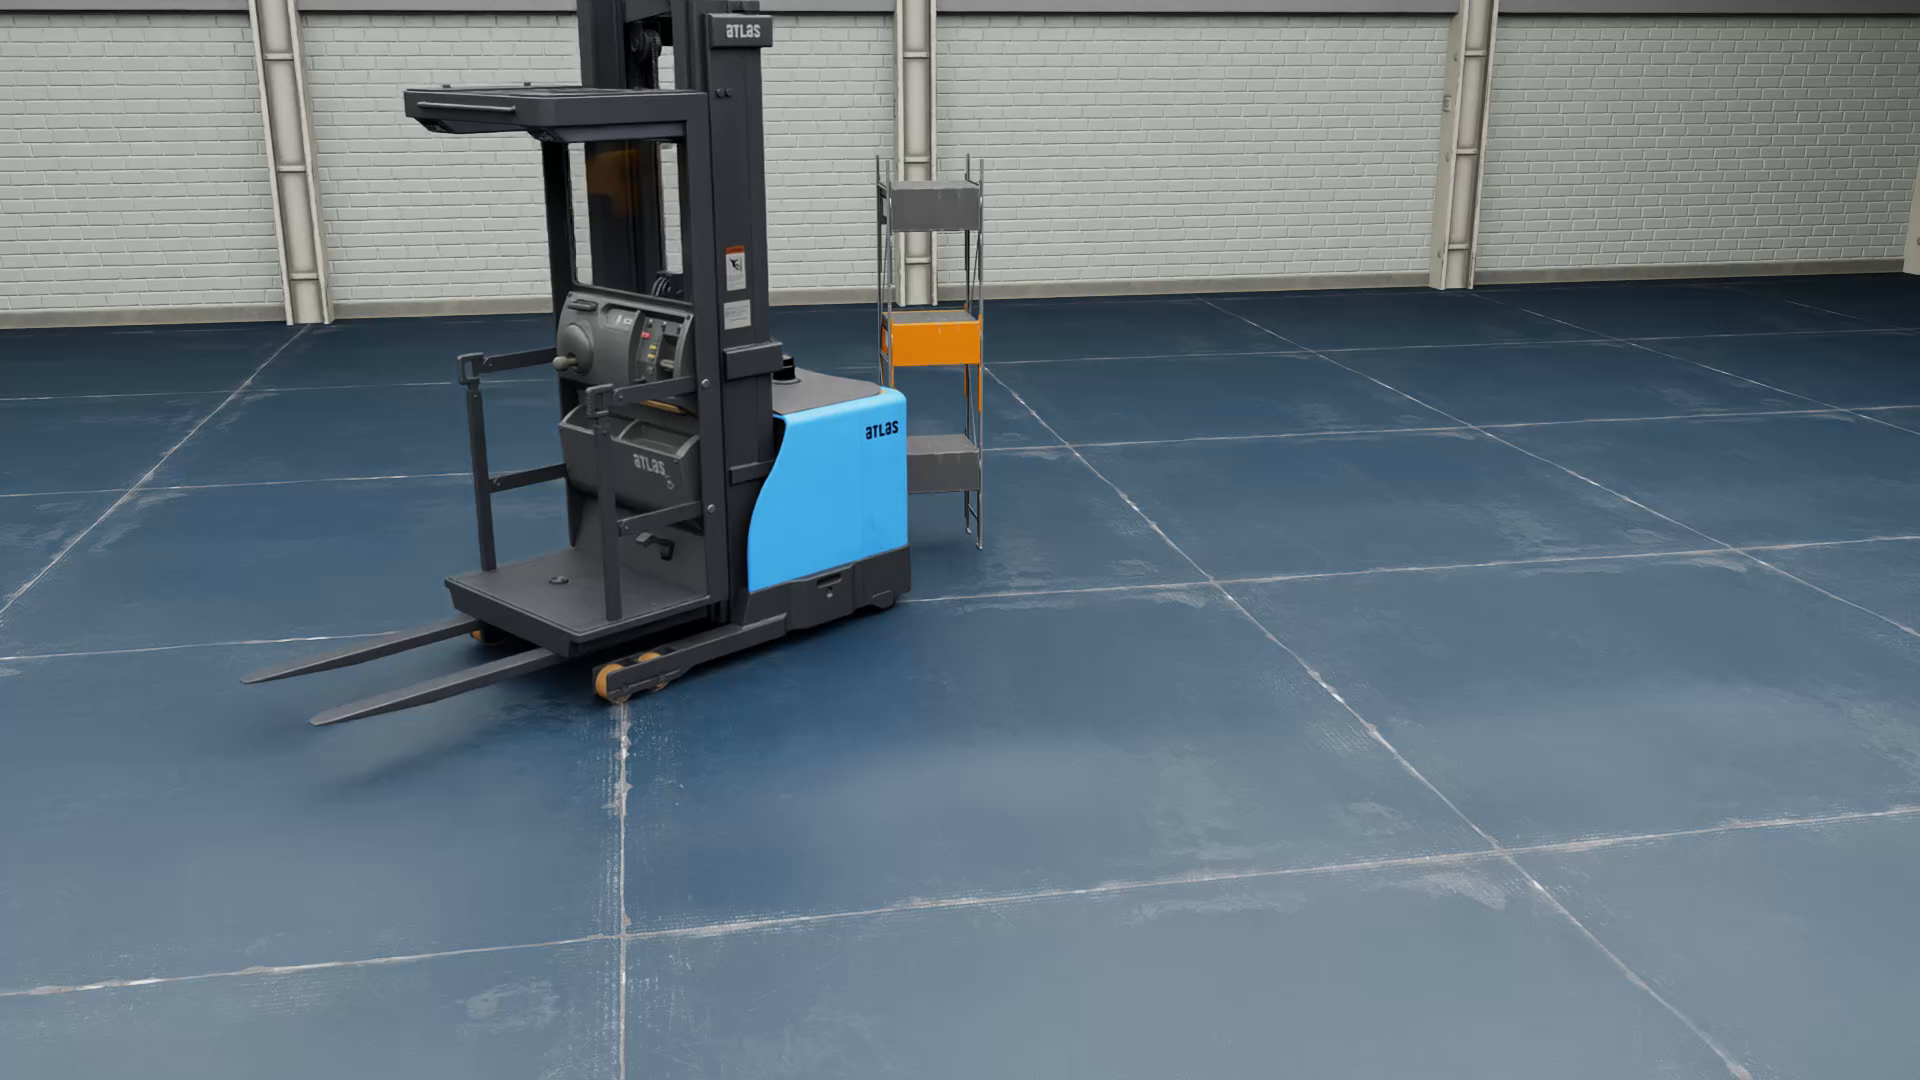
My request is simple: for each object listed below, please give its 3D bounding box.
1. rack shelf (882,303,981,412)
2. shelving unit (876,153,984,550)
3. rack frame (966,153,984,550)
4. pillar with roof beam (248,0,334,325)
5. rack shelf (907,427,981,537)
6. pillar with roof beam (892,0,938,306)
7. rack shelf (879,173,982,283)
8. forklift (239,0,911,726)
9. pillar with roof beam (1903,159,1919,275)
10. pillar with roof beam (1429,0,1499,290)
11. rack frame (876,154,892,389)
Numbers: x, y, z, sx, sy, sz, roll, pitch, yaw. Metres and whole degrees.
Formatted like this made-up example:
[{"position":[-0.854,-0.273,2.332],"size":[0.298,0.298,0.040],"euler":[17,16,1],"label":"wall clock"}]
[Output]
[{"position":[-0.163,-0.981,8.978],"size":[0.480,0.518,0.431],"euler":[-3,17,-10],"label":"rack shelf"},{"position":[-0.163,-0.995,8.973],"size":[0.503,2.100,0.431],"euler":[-3,17,-10],"label":"shelving unit"},{"position":[0.077,-1.008,9.018],"size":[0.015,2.100,0.400],"euler":[-3,17,-10],"label":"rack frame"},{"position":[-5.529,-5.195,10.899],"size":[0.400,9.000,9.100],"euler":[-3,17,-10],"label":"pillar with roof beam"},{"position":[-0.163,-0.312,9.183],"size":[0.480,0.518,0.431],"euler":[-3,17,-10],"label":"rack shelf"},{"position":[0.362,-5.529,11.987],"size":[0.400,9.000,9.100],"euler":[-3,17,-10],"label":"pillar with roof beam"},{"position":[-0.163,-1.651,8.772],"size":[0.480,0.518,0.431],"euler":[-3,17,-10],"label":"rack shelf"},{"position":[-1.626,-0.877,7.176],"size":[1.130,2.935,3.031],"euler":[16,23,41],"label":"forklift"},{"position":[12.144,-6.197,14.163],"size":[0.400,9.000,9.100],"euler":[-3,17,-10],"label":"pillar with roof beam"},{"position":[6.253,-5.863,13.075],"size":[0.400,9.000,9.100],"euler":[-3,17,-10],"label":"pillar with roof beam"},{"position":[-0.402,-0.981,8.929],"size":[0.015,2.100,0.400],"euler":[-3,17,-10],"label":"rack frame"}]
